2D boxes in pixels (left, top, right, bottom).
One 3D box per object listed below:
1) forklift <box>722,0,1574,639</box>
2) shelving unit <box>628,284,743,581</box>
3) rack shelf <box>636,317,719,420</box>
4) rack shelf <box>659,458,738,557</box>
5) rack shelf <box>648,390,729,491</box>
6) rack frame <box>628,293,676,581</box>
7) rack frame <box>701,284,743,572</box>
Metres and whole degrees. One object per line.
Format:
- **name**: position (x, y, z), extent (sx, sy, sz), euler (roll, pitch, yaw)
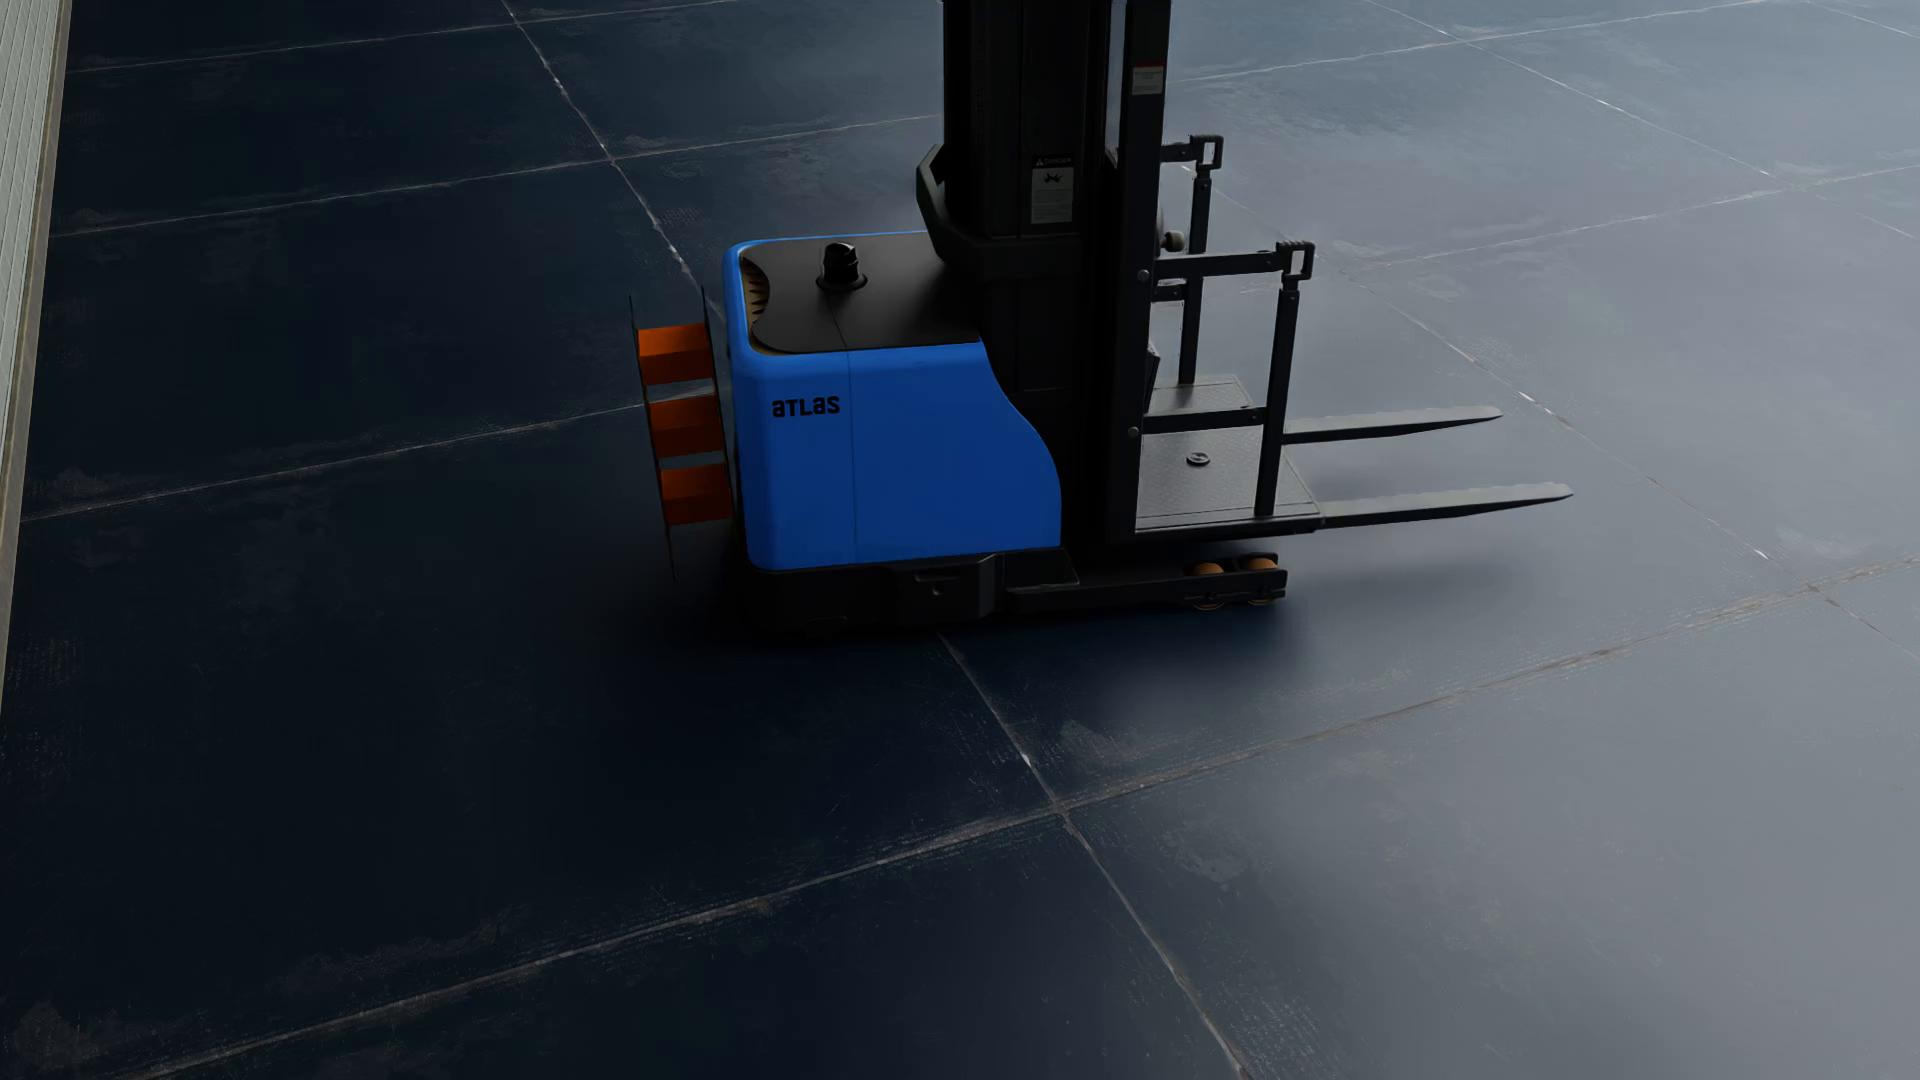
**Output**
- **forklift**: position (0.707, -1.260, 5.499), extent (3.031, 2.935, 1.130), euler (-5, 33, -8)
- **shelving unit**: position (-0.953, -0.359, 5.829), extent (0.252, 1.050, 0.215), euler (-8, 34, -8)
- **rack shelf**: position (-0.965, -0.586, 5.679), extent (0.240, 0.259, 0.215), euler (-8, 34, -8)
- **rack shelf**: position (-0.942, -0.118, 5.989), extent (0.240, 0.259, 0.215), euler (-8, 34, -8)
- **rack shelf**: position (-0.953, -0.350, 5.835), extent (0.240, 0.259, 0.215), euler (-8, 34, -8)
- **rack frame**: position (-1.073, -0.341, 5.812), extent (0.008, 1.050, 0.200), euler (-8, 34, -8)
- **rack frame**: position (-0.834, -0.376, 5.847), extent (0.008, 1.050, 0.200), euler (-8, 34, -8)
